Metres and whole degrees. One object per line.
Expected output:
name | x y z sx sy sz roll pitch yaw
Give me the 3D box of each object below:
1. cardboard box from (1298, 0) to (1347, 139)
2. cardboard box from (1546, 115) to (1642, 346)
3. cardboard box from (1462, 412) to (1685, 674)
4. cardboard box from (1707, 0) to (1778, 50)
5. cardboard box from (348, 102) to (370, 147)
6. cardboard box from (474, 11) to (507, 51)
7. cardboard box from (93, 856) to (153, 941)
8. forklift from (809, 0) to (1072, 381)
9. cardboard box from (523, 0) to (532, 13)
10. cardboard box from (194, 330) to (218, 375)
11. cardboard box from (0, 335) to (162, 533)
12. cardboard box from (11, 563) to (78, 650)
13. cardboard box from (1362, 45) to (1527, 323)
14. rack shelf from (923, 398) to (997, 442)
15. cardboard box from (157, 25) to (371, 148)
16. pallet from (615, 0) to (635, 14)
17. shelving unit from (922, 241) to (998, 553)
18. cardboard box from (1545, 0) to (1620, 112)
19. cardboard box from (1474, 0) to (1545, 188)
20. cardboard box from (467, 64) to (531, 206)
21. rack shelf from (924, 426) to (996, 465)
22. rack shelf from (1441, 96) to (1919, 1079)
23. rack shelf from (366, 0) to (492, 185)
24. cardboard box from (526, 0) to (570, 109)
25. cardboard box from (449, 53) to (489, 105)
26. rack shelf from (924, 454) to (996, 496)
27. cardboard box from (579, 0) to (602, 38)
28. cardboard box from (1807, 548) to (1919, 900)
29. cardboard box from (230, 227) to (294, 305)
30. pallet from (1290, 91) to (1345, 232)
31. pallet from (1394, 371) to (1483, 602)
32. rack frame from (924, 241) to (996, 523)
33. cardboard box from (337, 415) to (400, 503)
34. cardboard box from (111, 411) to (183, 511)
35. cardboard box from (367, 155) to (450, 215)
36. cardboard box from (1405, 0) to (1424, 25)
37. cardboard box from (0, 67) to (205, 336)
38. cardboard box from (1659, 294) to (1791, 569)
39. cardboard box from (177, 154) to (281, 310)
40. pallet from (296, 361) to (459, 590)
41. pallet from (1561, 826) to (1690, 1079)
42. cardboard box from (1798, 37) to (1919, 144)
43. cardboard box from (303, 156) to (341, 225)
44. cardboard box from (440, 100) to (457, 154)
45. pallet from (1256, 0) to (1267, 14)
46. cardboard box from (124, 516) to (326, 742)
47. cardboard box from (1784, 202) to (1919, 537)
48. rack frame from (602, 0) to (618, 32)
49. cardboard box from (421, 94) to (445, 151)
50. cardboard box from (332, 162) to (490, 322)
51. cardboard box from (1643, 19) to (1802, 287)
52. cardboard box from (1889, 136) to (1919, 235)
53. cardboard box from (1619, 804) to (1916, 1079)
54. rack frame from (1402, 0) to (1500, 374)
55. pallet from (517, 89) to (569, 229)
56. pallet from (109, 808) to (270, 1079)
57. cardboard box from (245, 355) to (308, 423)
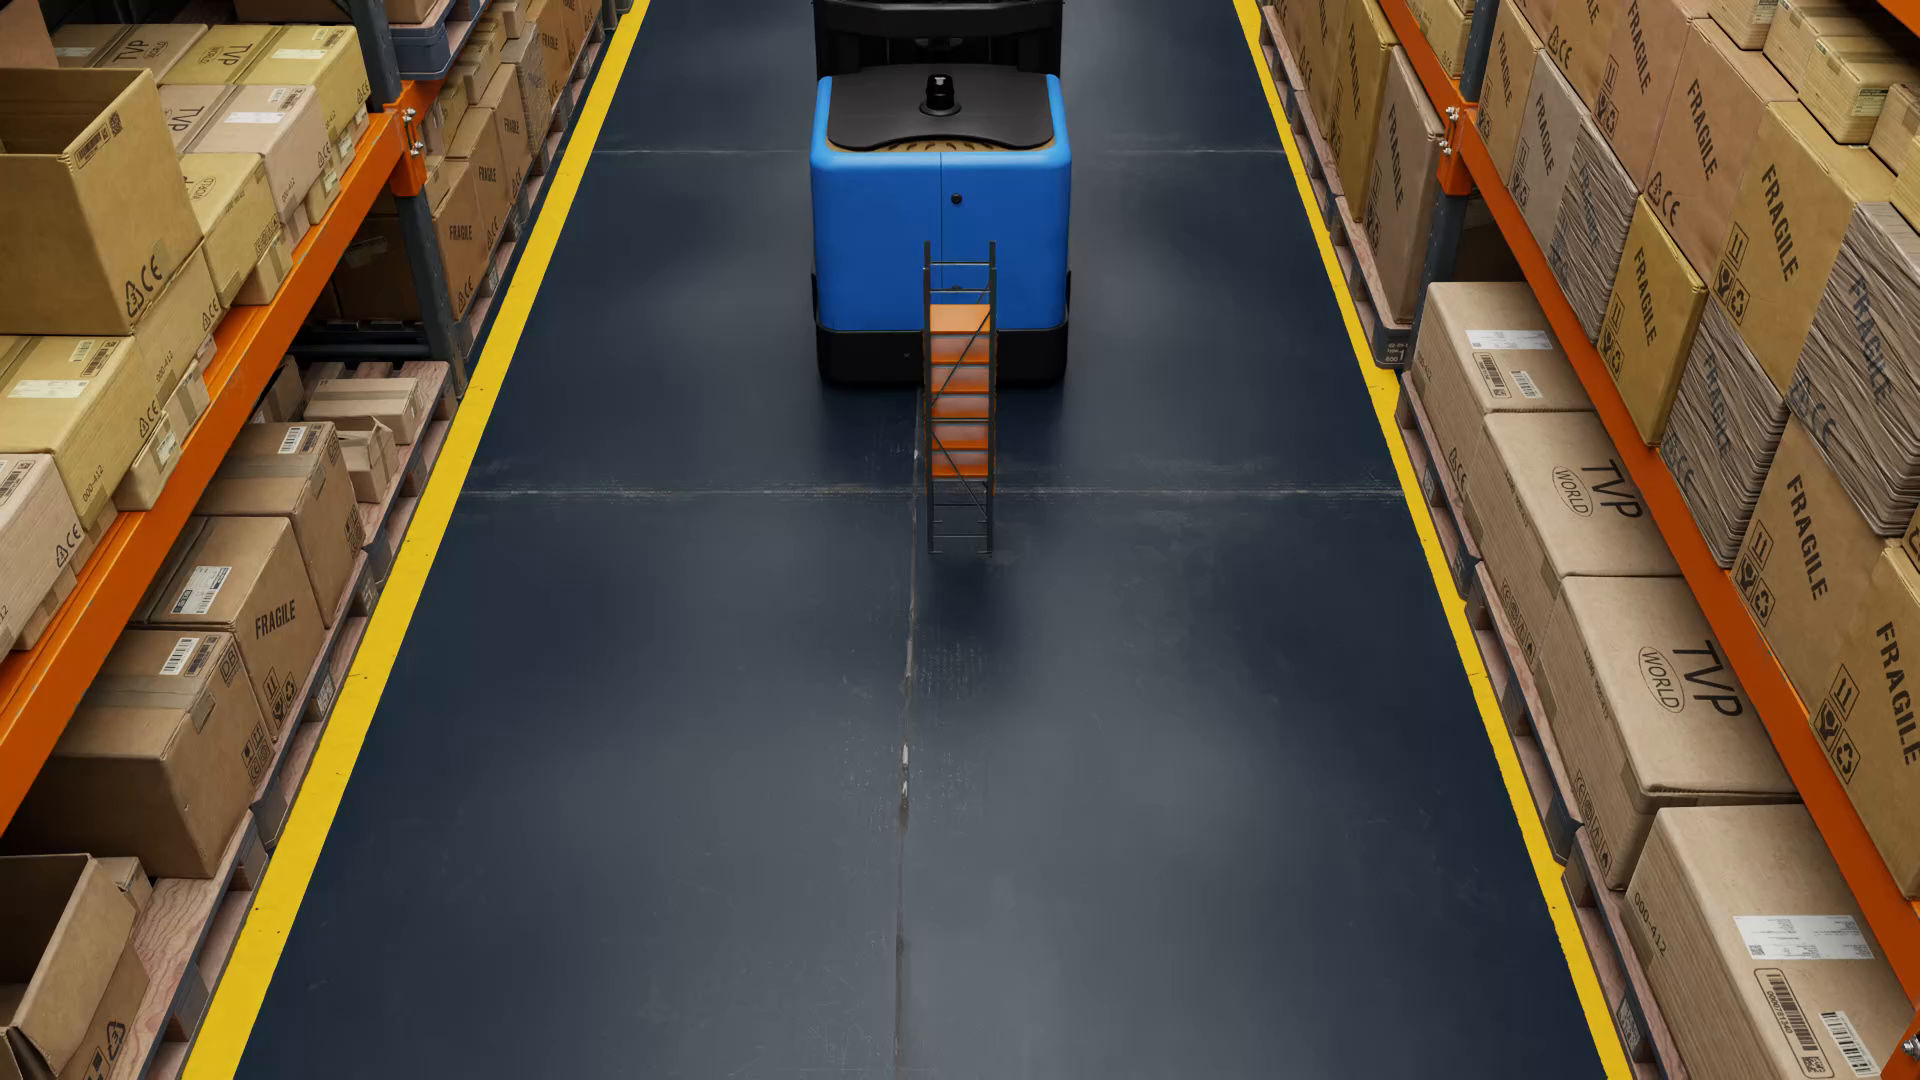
cardboard box | 2.283 -2.644 8.514 0.875 0.875 0.875 0 39 1
cardboard box | 2.102 -0.917 4.916 0.500 0.500 0.500 0 39 0
cardboard box | 2.268 -0.009 5.576 0.875 0.438 0.875 -1 39 -1
cardboard box | 2.097 -1.330 4.113 0.380 0.149 0.250 0 39 0
cardboard box | -2.338 -1.495 5.917 0.380 0.149 0.250 0 39 1
cardboard box | -2.419 -2.443 8.044 0.380 0.149 0.250 0 39 0
cardboard box | -2.454 1.010 4.535 0.380 0.149 0.250 -1 39 -2
forklift | -0.101 -2.703 7.279 1.130 2.935 3.031 -1 39 -1
cardboard box | -2.398 -2.770 8.452 0.380 0.149 0.250 -1 39 -1
cardboard box | -2.354 -0.530 4.713 0.380 0.149 0.250 0 39 0
cardboard box | -2.322 -0.264 4.063 0.500 0.250 0.500 -1 39 -1
cardboard box | -2.333 0.120 3.902 0.380 0.149 0.250 1 39 1
cardboard box | 2.292 -1.520 7.111 0.875 0.875 0.875 1 39 1
rack shelf | 0.000 -0.443 5.914 0.258 0.103 0.180 0 39 0
cardboard box | -2.346 -1.531 5.644 0.500 0.250 0.500 1 39 1
pallet | -2.557 -3.720 10.723 1.003 0.211 1.213 0 39 0
shelving unit | 0.000 -0.477 5.886 0.258 1.200 0.189 0 39 0
cardboard box | 2.126 -1.613 4.985 0.500 0.500 0.500 -1 39 -1
cardboard box | 2.112 -1.543 5.697 0.500 0.500 0.500 1 39 1
cardboard box | -2.373 -1.928 7.920 0.500 0.500 0.500 -1 39 -1
rack shelf | 0.000 -0.349 5.989 0.258 0.103 0.180 0 39 0
rack shelf | 2.375 -0.266 4.759 1.077 0.370 4.000 0 39 0
rack shelf | -2.593 -2.762 7.873 1.077 0.370 4.000 0 39 0
cardboard box | -2.386 -2.577 8.730 0.500 0.500 0.500 2 39 2
cardboard box | -2.391 -2.119 7.640 0.380 0.149 0.250 0 39 0
rack shelf | 0.000 -0.255 6.064 0.258 0.103 0.180 0 39 0
cardboard box | -2.380 -3.217 9.529 0.500 0.500 0.500 1 39 1
cardboard box | 2.112 0.363 3.318 0.500 0.500 0.500 0 39 0
cardboard box | -2.290 -0.845 5.107 0.380 0.149 0.250 -1 39 -1
pallet | 2.293 -1.957 8.523 1.003 0.211 1.213 0 39 0
pallet | 2.296 -0.234 6.373 1.003 0.211 1.213 0 39 0
rack frame | 0.000 -0.534 5.957 0.240 1.200 0.006 0 39 0
cardboard box | -2.296 -0.317 6.098 0.396 0.266 0.258 1 39 2
cardboard box | -2.264 -0.204 4.307 0.380 0.149 0.250 -1 39 -1
cardboard box | -2.325 -1.458 6.815 0.380 0.149 0.250 2 39 2
cardboard box | 2.121 -2.338 6.889 0.500 0.250 0.500 -1 39 -1
cardboard box | -2.319 -0.863 4.210 0.500 0.500 0.500 1 39 1
cardboard box | 2.117 -0.272 4.111 0.500 0.500 0.500 1 39 1
cardboard box | -2.343 -0.906 4.864 0.500 0.250 0.500 0 39 0
pallet | -2.591 -0.274 6.423 1.003 0.211 1.213 0 39 0
pallet | 2.299 1.292 4.469 1.003 0.211 1.213 0 39 0
cardboard box | 2.121 -1.001 3.702 0.380 0.149 0.250 1 39 1
cardboard box | -2.291 -1.169 5.511 0.380 0.149 0.250 1 39 1
cardboard box | -2.414 -1.792 7.231 0.380 0.149 0.250 -2 39 -2
pallet | 2.369 -3.700 10.698 1.003 0.211 1.213 0 39 0
cardboard box | -2.355 0.273 5.173 0.500 0.500 0.500 1 39 1
cardboard box | 2.109 -0.354 3.413 0.500 0.500 0.500 0 39 0
rack frame | -2.595 -4.293 9.209 1.000 3.000 0.127 0 39 0
cardboard box | -2.373 -1.736 6.925 0.380 0.149 0.250 -2 39 -2
cardboard box | -2.366 -1.283 7.115 0.500 0.500 0.500 2 39 2
cardboard box | 2.113 -0.977 4.191 0.500 0.500 0.500 0 39 0
cardboard box | 2.109 -0.681 3.302 0.380 0.149 0.250 1 39 1
cardboard box | 2.277 1.127 4.158 0.875 0.438 0.875 -1 39 -2
rack frame | 2.373 -1.798 6.095 1.000 3.000 0.127 0 39 0
pallet | -2.634 -1.977 8.548 1.003 0.211 1.213 0 39 0
pallet | -2.588 1.252 4.519 1.003 0.211 1.213 0 39 0
cardboard box | -2.826 -0.493 6.281 0.500 0.311 0.500 1 39 2
